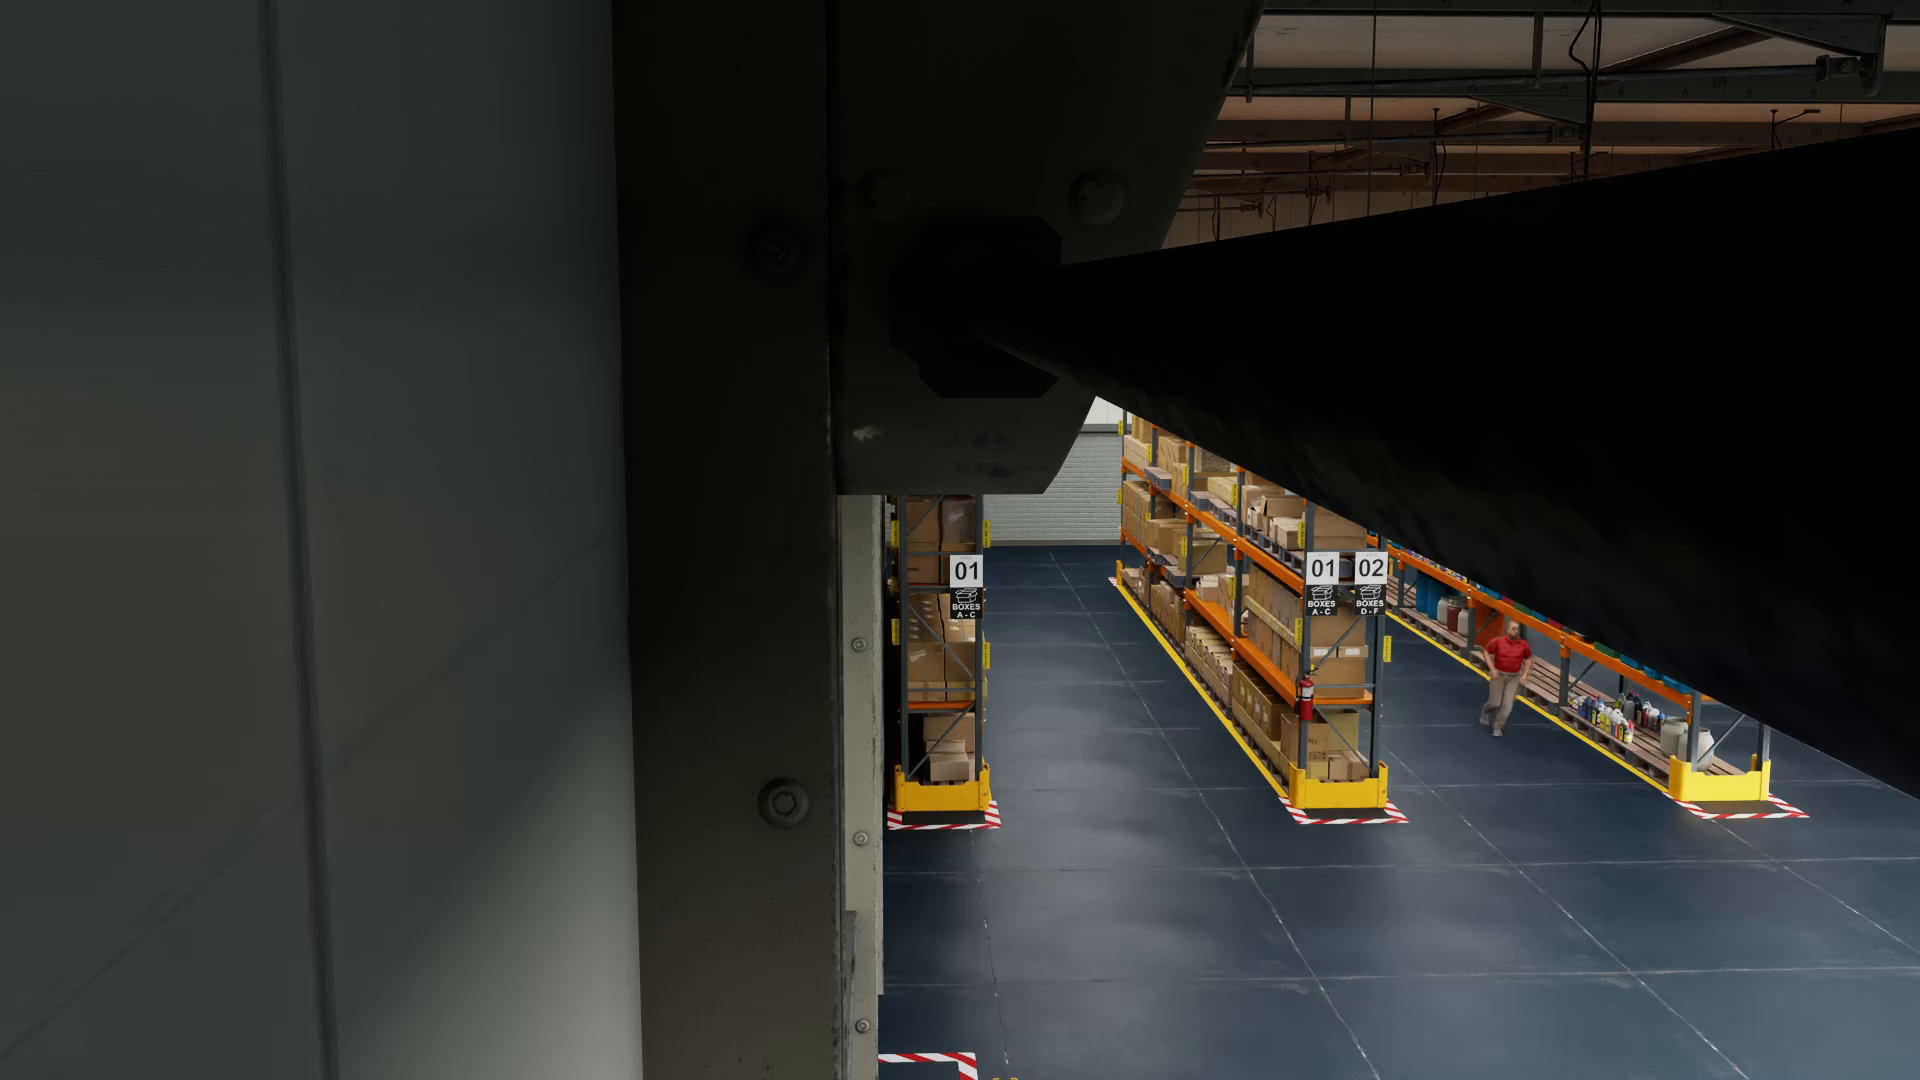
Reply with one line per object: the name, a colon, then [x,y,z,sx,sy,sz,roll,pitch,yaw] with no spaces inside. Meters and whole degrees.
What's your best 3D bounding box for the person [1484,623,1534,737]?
person: [7.893,2.008,23.861,0.649,1.667,0.581,1,8,5]
